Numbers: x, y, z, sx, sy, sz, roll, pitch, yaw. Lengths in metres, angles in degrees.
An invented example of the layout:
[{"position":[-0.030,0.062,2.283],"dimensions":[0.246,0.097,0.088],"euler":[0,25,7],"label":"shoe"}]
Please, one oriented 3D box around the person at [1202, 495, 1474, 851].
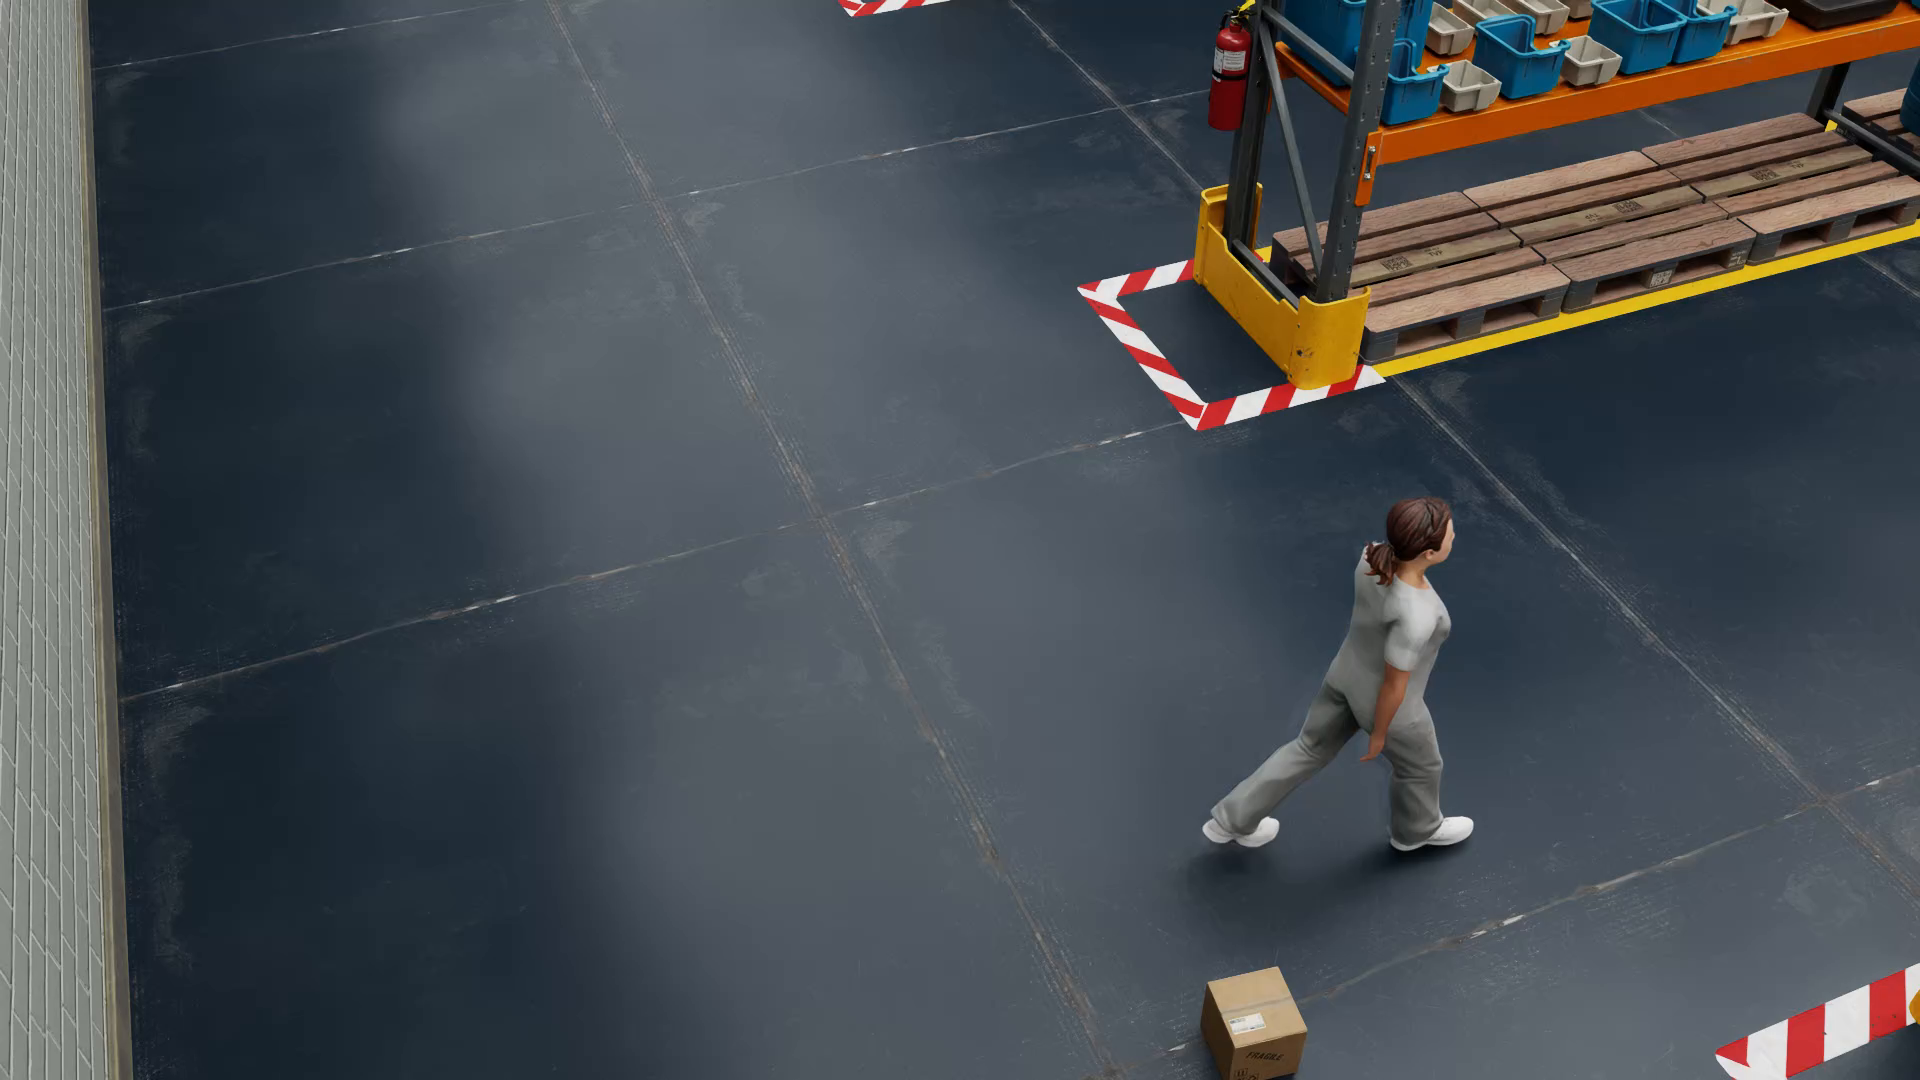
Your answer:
[{"position":[1.373,0.505,5.599],"dimensions":[0.997,1.633,0.444],"euler":[-12,43,-13],"label":"person"}]
